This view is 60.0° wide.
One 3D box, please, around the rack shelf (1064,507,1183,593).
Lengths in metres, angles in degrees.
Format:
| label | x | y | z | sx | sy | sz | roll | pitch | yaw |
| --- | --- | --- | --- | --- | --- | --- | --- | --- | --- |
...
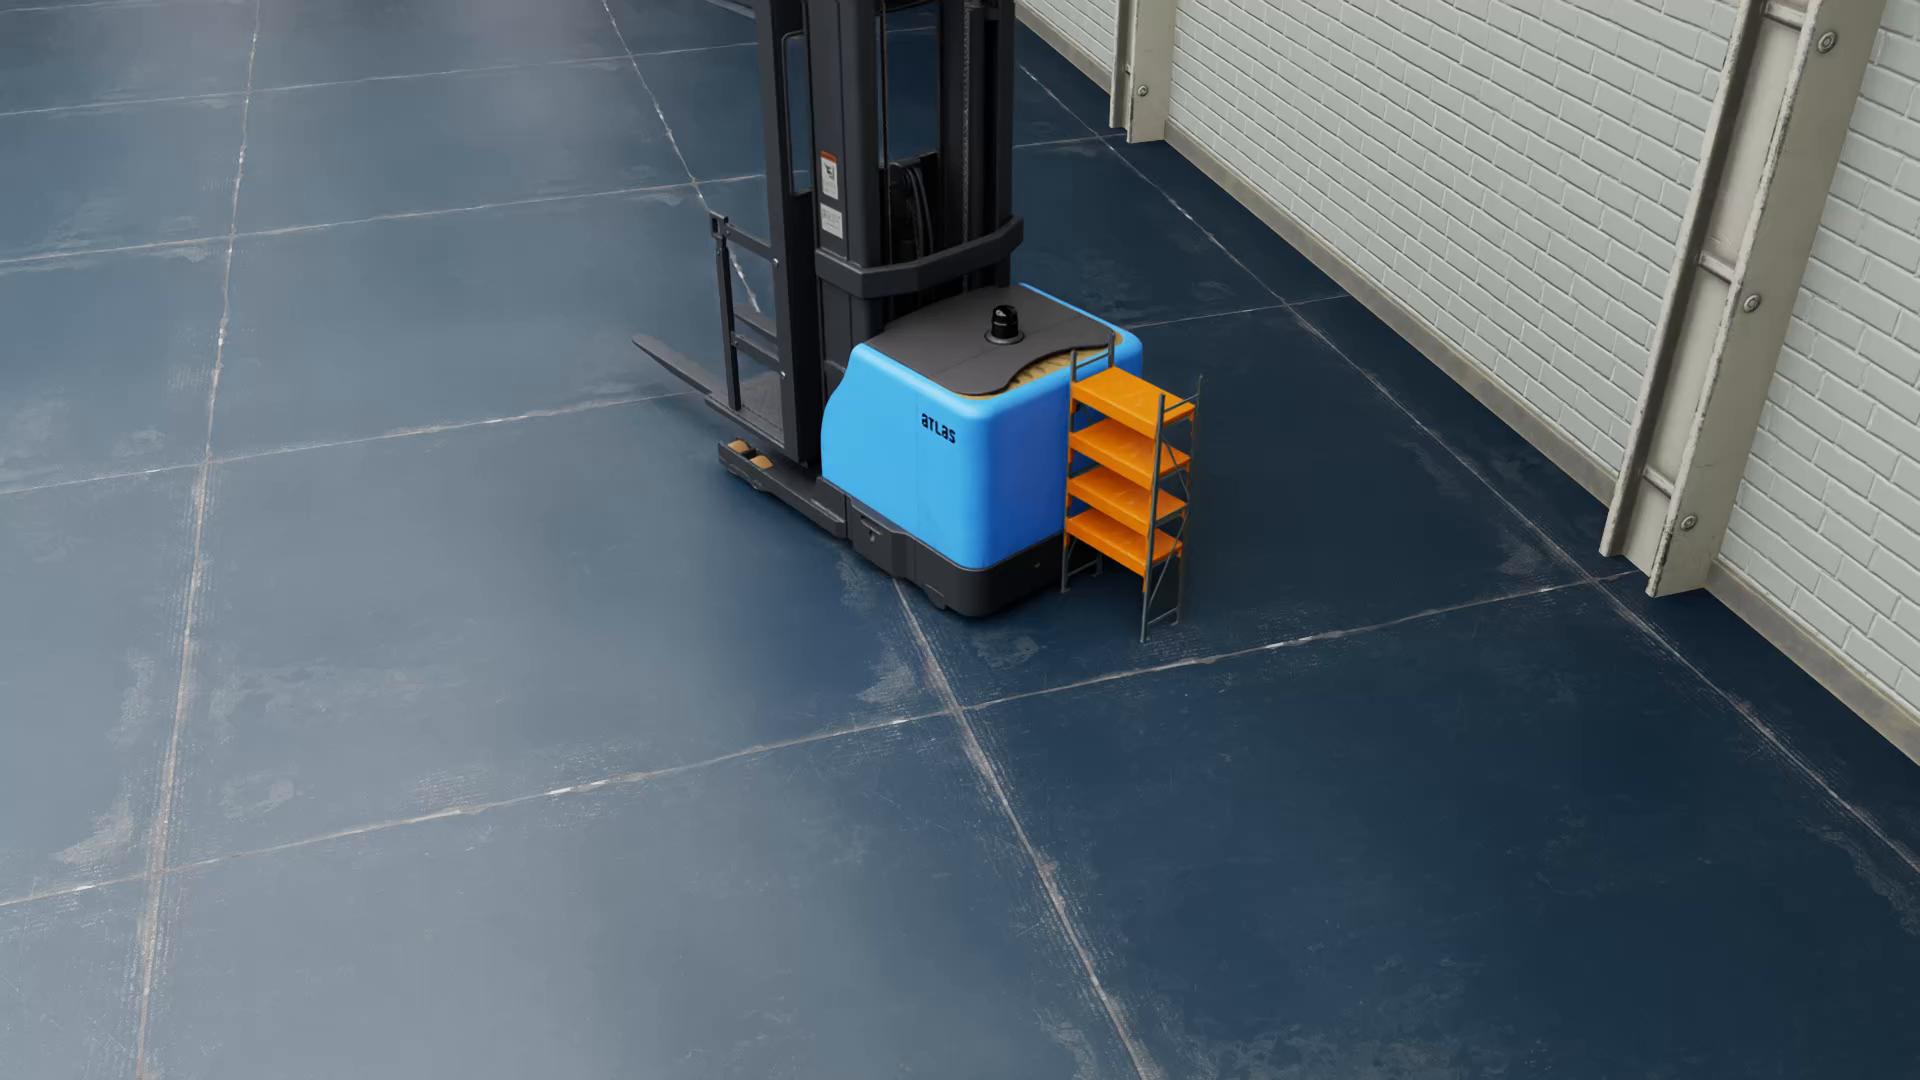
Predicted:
| label | x | y | z | sx | sy | sz | roll | pitch | yaw |
| --- | --- | --- | --- | --- | --- | --- | --- | --- | --- |
| rack shelf | 0.705 | 0.017 | 7.119 | 0.258 | 0.148 | 0.480 | -26 | 41 | -33 |

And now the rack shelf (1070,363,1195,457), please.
| label | x | y | z | sx | sy | sz | roll | pitch | yaw |
| --- | --- | --- | --- | --- | --- | --- | --- | --- | --- |
| rack shelf | 0.705 | -0.533 | 6.755 | 0.258 | 0.148 | 0.480 | -26 | 41 | -33 |

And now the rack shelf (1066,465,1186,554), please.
| label | x | y | z | sx | sy | sz | roll | pitch | yaw |
| --- | --- | --- | --- | --- | --- | --- | --- | --- | --- |
| rack shelf | 0.705 | -0.149 | 7.009 | 0.258 | 0.148 | 0.480 | -26 | 41 | -33 |

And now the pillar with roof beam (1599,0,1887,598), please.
| label | x | y | z | sx | sy | sz | roll | pitch | yaw |
| --- | --- | --- | --- | --- | --- | --- | --- | --- | --- |
| pillar with roof beam | -0.948 | -2.904 | 3.982 | 9.100 | 9.000 | 0.400 | -10 | 35 | -15 |

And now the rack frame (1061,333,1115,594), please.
| label | x | y | z | sx | sy | sz | roll | pitch | yaw |
| --- | --- | --- | --- | --- | --- | --- | --- | --- | --- |
| rack frame | 0.545 | -0.307 | 7.126 | 0.240 | 1.200 | 0.015 | -26 | 41 | -33 |

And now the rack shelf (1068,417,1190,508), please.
| label | x | y | z | sx | sy | sz | roll | pitch | yaw |
| --- | --- | --- | --- | --- | --- | --- | --- | --- | --- |
| rack shelf | 0.705 | -0.336 | 6.886 | 0.258 | 0.148 | 0.480 | -26 | 41 | -33 |

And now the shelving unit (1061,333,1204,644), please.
| label | x | y | z | sx | sy | sz | roll | pitch | yaw |
| --- | --- | --- | --- | --- | --- | --- | --- | --- | --- |
| shelving unit | 0.705 | -0.205 | 6.972 | 0.258 | 1.200 | 0.503 | -26 | 41 | -33 |

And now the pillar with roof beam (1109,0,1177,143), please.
| label | x | y | z | sx | sy | sz | roll | pitch | yaw |
| --- | --- | --- | --- | --- | --- | --- | --- | --- | --- |
| pillar with roof beam | -2.778 | -6.054 | 8.749 | 9.100 | 9.000 | 0.400 | -10 | 35 | -15 |

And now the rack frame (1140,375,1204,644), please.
| label | x | y | z | sx | sy | sz | roll | pitch | yaw |
| --- | --- | --- | --- | --- | --- | --- | --- | --- | --- |
| rack frame | 0.865 | -0.103 | 6.818 | 0.240 | 1.200 | 0.015 | -26 | 41 | -33 |

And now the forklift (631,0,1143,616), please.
| label | x | y | z | sx | sy | sz | roll | pitch | yaw |
| --- | --- | --- | --- | --- | --- | --- | --- | --- | --- |
| forklift | -0.542 | -1.630 | 7.558 | 1.130 | 2.935 | 3.031 | -26 | 41 | -33 |
